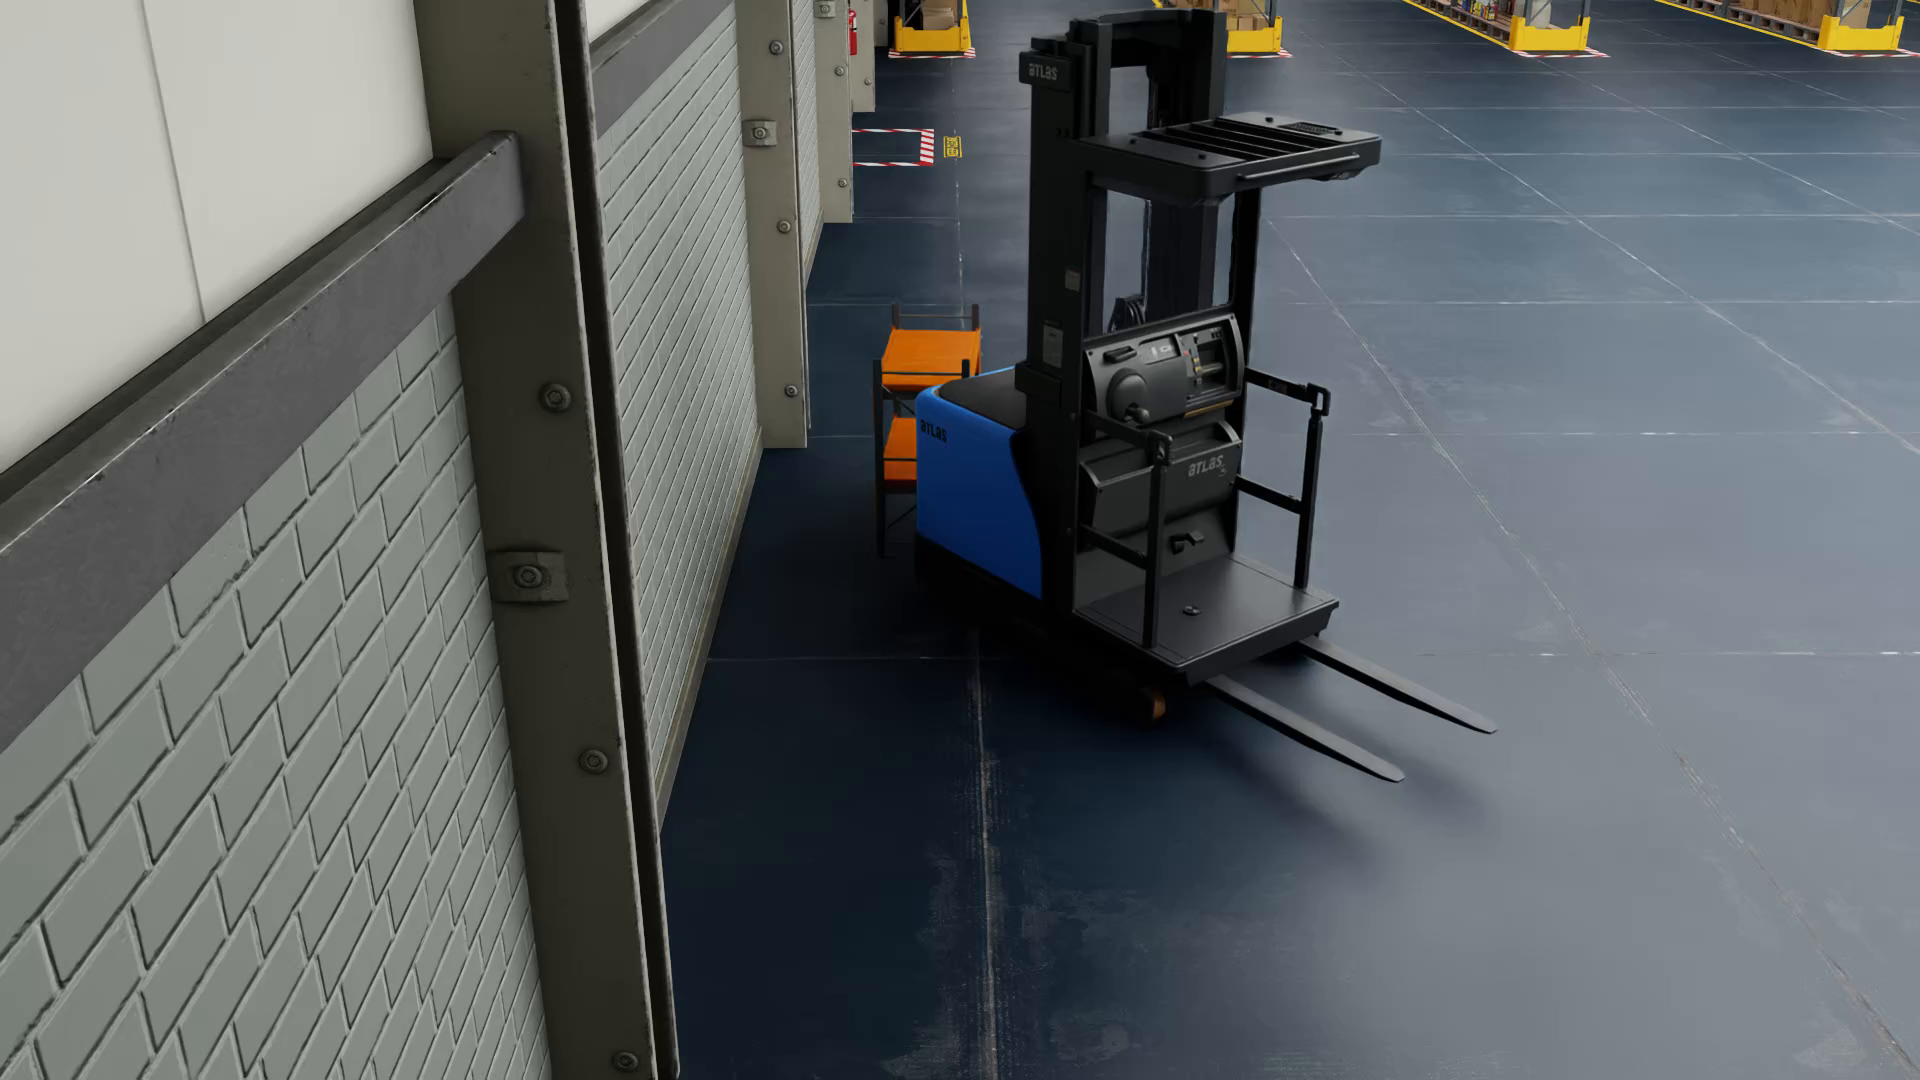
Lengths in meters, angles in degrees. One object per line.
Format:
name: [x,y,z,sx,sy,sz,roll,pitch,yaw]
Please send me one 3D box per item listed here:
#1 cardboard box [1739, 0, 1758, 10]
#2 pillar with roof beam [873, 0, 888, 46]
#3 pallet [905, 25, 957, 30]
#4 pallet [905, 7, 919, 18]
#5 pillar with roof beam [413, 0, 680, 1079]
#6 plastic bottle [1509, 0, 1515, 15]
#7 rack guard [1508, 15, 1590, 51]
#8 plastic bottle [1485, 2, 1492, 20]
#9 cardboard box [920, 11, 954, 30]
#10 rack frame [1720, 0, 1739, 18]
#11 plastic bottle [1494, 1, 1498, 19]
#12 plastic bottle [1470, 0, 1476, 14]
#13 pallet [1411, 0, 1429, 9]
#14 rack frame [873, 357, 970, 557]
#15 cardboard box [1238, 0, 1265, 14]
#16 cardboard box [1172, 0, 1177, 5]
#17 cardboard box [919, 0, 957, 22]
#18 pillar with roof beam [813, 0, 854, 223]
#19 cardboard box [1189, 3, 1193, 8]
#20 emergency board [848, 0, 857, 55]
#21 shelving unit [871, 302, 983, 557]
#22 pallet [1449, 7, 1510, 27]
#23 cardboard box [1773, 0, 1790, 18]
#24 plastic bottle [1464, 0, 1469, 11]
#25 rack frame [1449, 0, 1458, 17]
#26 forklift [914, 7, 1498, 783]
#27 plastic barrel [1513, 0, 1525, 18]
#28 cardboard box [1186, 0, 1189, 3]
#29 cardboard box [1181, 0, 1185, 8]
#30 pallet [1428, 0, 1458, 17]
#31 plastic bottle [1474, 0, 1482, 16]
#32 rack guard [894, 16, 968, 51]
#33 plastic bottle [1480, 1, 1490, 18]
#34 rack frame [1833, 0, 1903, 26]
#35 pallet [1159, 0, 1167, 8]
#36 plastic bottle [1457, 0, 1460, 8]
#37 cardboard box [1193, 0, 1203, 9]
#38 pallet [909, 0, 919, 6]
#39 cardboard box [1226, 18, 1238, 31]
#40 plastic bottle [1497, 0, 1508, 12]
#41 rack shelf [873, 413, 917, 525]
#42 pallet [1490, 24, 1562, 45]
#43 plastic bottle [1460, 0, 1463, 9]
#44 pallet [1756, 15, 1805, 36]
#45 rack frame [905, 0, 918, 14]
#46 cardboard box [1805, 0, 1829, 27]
cardboard box: [14.324,-9.767,29.729,0.500,0.500,0.500,-1,24,-2]
pillar with roof beam: [2.976,-12.202,25.309,9.100,9.000,0.400,0,24,-1]
pallet: [-0.430,-8.260,27.258,1.003,0.211,1.213,0,24,-1]
pallet: [-0.457,-9.266,29.481,1.003,0.211,1.213,0,24,-1]
pillar with roof beam: [3.238,-2.312,3.443,9.100,9.000,0.400,0,24,-1]
plastic bottle: [9.599,-9.276,28.883,0.061,0.283,0.133,0,24,-1]
rack guard: [9.402,-8.101,26.556,1.175,0.500,0.348,0,24,-1]
plastic bottle: [8.972,-8.975,28.216,0.061,0.283,0.133,0,24,1]
cardboard box: [-0.374,-8.426,26.968,0.500,0.311,0.500,-3,25,-7]
rack frame: [14.359,-10.880,29.666,1.000,3.000,0.127,0,24,-1]
plastic bottle: [9.123,-9.031,28.341,0.061,0.283,0.133,0,24,-1]
plastic bottle: [8.963,-9.340,29.023,0.061,0.283,0.133,1,24,2]
pallet: [9.343,-10.414,32.020,1.003,0.211,1.213,0,24,-1]
rack frame: [-0.198,-0.422,8.817,0.500,1.125,0.032,1,24,3]
cardboard box: [4.706,-8.897,27.198,0.500,0.500,0.500,0,24,-1]
cardboard box: [4.159,-9.945,30.425,0.500,0.250,0.500,0,24,-1]
cardboard box: [-0.338,-9.049,28.117,0.700,0.500,0.500,-2,24,-4]
pillar with roof beam: [3.107,-7.257,14.376,9.100,9.000,0.400,0,24,-1]
cardboard box: [4.168,-8.965,28.258,0.500,0.250,0.500,0,24,-1]
emergency board: [-1.274,-5.958,18.784,0.194,1.169,0.643,0,24,-1]
shelving unit: [-0.168,-0.631,9.280,0.538,1.125,1.048,1,24,3]
pallet: [9.372,-9.310,29.579,1.003,0.211,1.213,0,24,-1]
cardboard box: [14.423,-9.276,28.643,0.500,0.500,0.500,-2,24,-5]
plastic bottle: [9.001,-9.516,29.332,0.144,0.351,0.185,0,24,1]
rack frame: [9.407,-10.857,29.616,1.000,3.000,0.127,0,24,-1]
forklift: [1.063,-0.749,7.350,1.130,2.935,3.031,-18,30,-34]
plastic barrel: [9.361,-8.744,27.454,0.421,0.512,0.421,0,24,0]
cardboard box: [4.157,-9.512,28.559,0.500,0.500,0.500,0,24,-1]
cardboard box: [4.156,-9.377,29.169,0.500,0.250,0.500,0,24,-1]
pallet: [9.359,-9.910,30.906,1.003,0.211,1.213,0,24,-1]
plastic bottle: [9.007,-9.264,28.773,0.144,0.351,0.185,0,24,-1]
rack guard: [-0.457,-8.057,26.458,1.175,0.500,0.348,0,24,-1]
plastic bottle: [9.015,-9.085,28.468,0.152,0.276,0.135,-1,24,-2]
rack frame: [14.403,-9.231,26.021,1.000,3.000,0.127,0,24,-1]
pallet: [4.390,-10.374,31.930,1.003,0.211,1.213,0,24,-1]
plastic bottle: [8.972,-9.681,29.793,0.097,0.271,0.097,0,24,0]
cardboard box: [4.168,-9.100,27.648,0.500,0.500,0.500,0,24,-1]
pallet: [-0.510,-9.863,30.802,1.003,0.211,1.213,0,24,-1]
cardboard box: [4.196,-8.347,26.892,0.500,0.250,0.500,0,24,-1]
plastic bottle: [9.556,-9.463,29.304,0.152,0.276,0.135,0,24,-1]
rack shelf: [-0.168,-0.408,9.381,0.538,0.278,1.000,1,24,3]
pallet: [9.399,-8.305,27.356,1.003,0.211,1.213,0,24,-1]
plastic bottle: [8.974,-9.566,29.622,0.097,0.201,0.097,0,24,0]
pallet: [14.418,-8.829,28.514,1.003,0.211,1.213,0,24,-1]
rack frame: [-0.500,-10.813,29.518,1.000,3.000,0.127,0,24,-1]
cardboard box: [14.372,-8.787,27.563,0.500,0.500,0.500,6,25,13]
